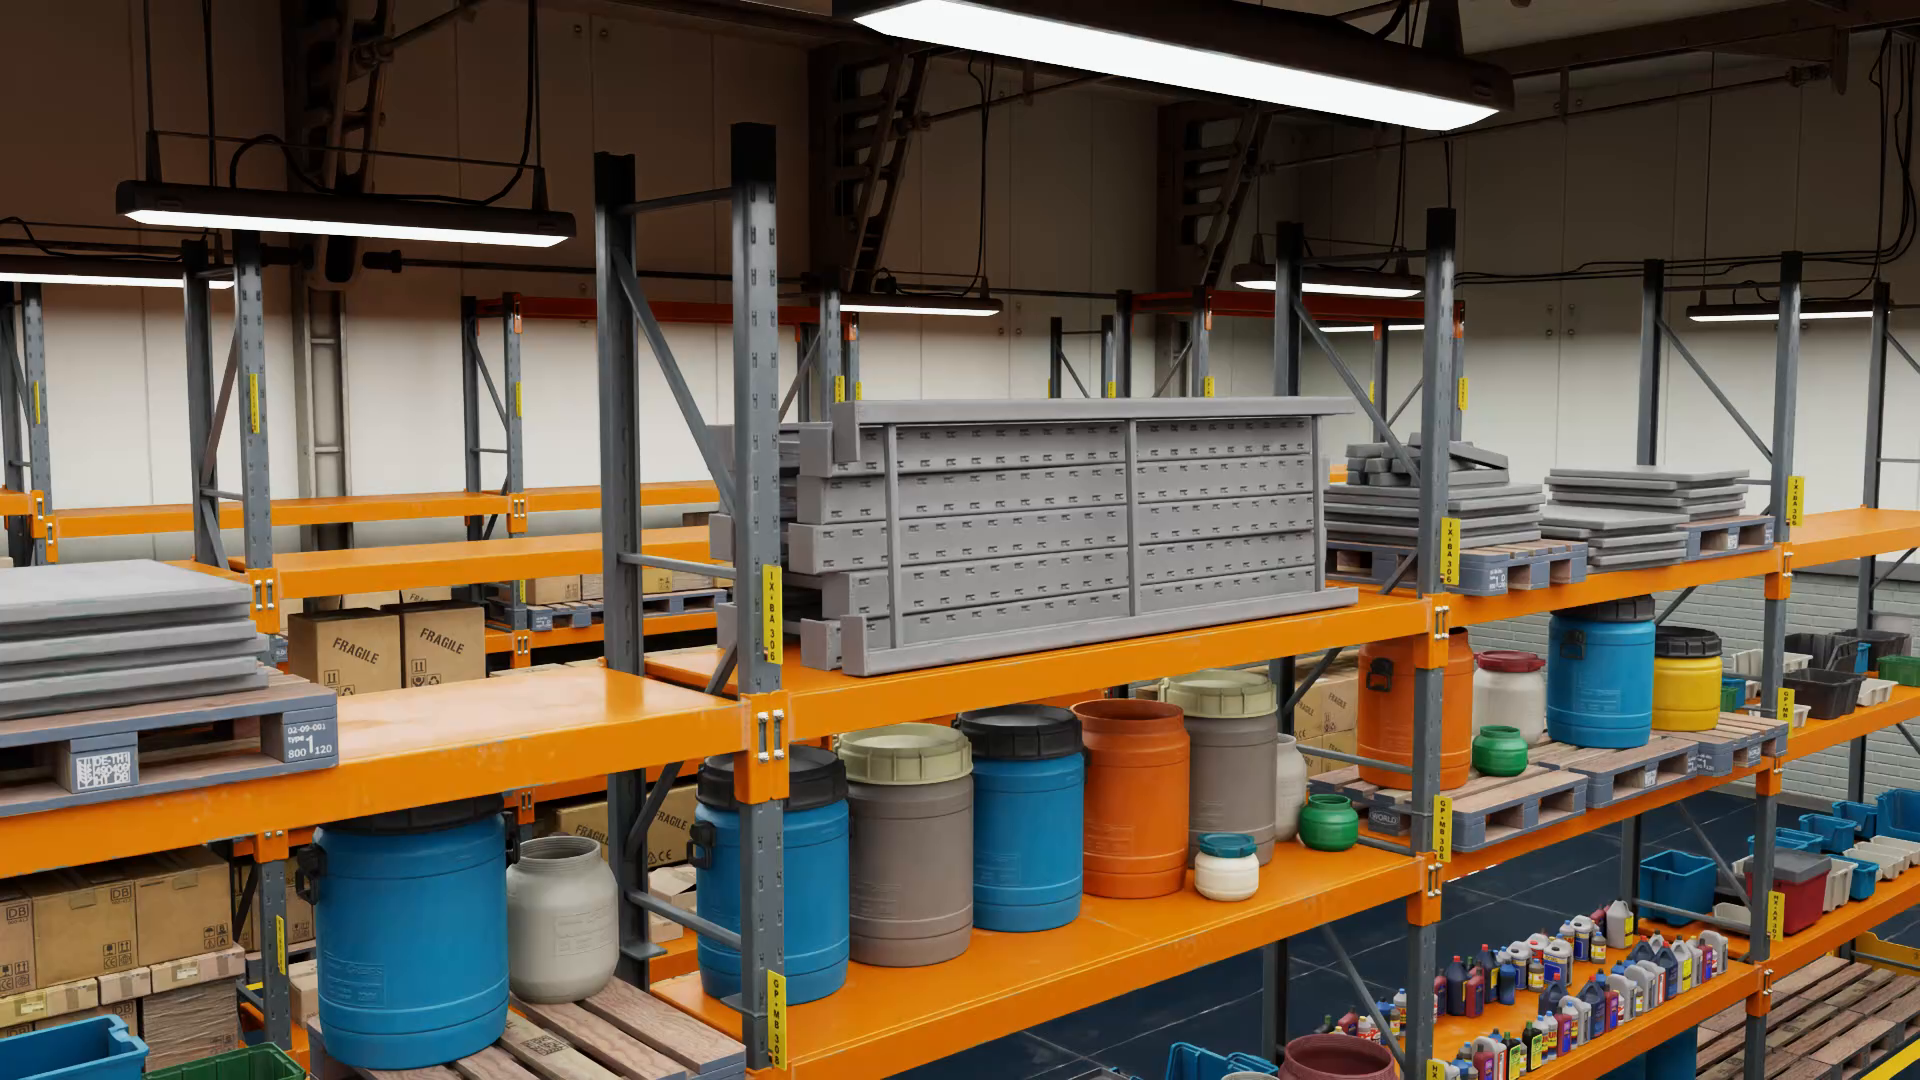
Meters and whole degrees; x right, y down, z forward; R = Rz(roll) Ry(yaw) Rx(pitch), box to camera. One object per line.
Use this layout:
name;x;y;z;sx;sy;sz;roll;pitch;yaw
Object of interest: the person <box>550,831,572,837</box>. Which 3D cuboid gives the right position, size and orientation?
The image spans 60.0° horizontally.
person;-3.165;3.112;13.014;0.806;1.671;0.475;-3;6;-26
